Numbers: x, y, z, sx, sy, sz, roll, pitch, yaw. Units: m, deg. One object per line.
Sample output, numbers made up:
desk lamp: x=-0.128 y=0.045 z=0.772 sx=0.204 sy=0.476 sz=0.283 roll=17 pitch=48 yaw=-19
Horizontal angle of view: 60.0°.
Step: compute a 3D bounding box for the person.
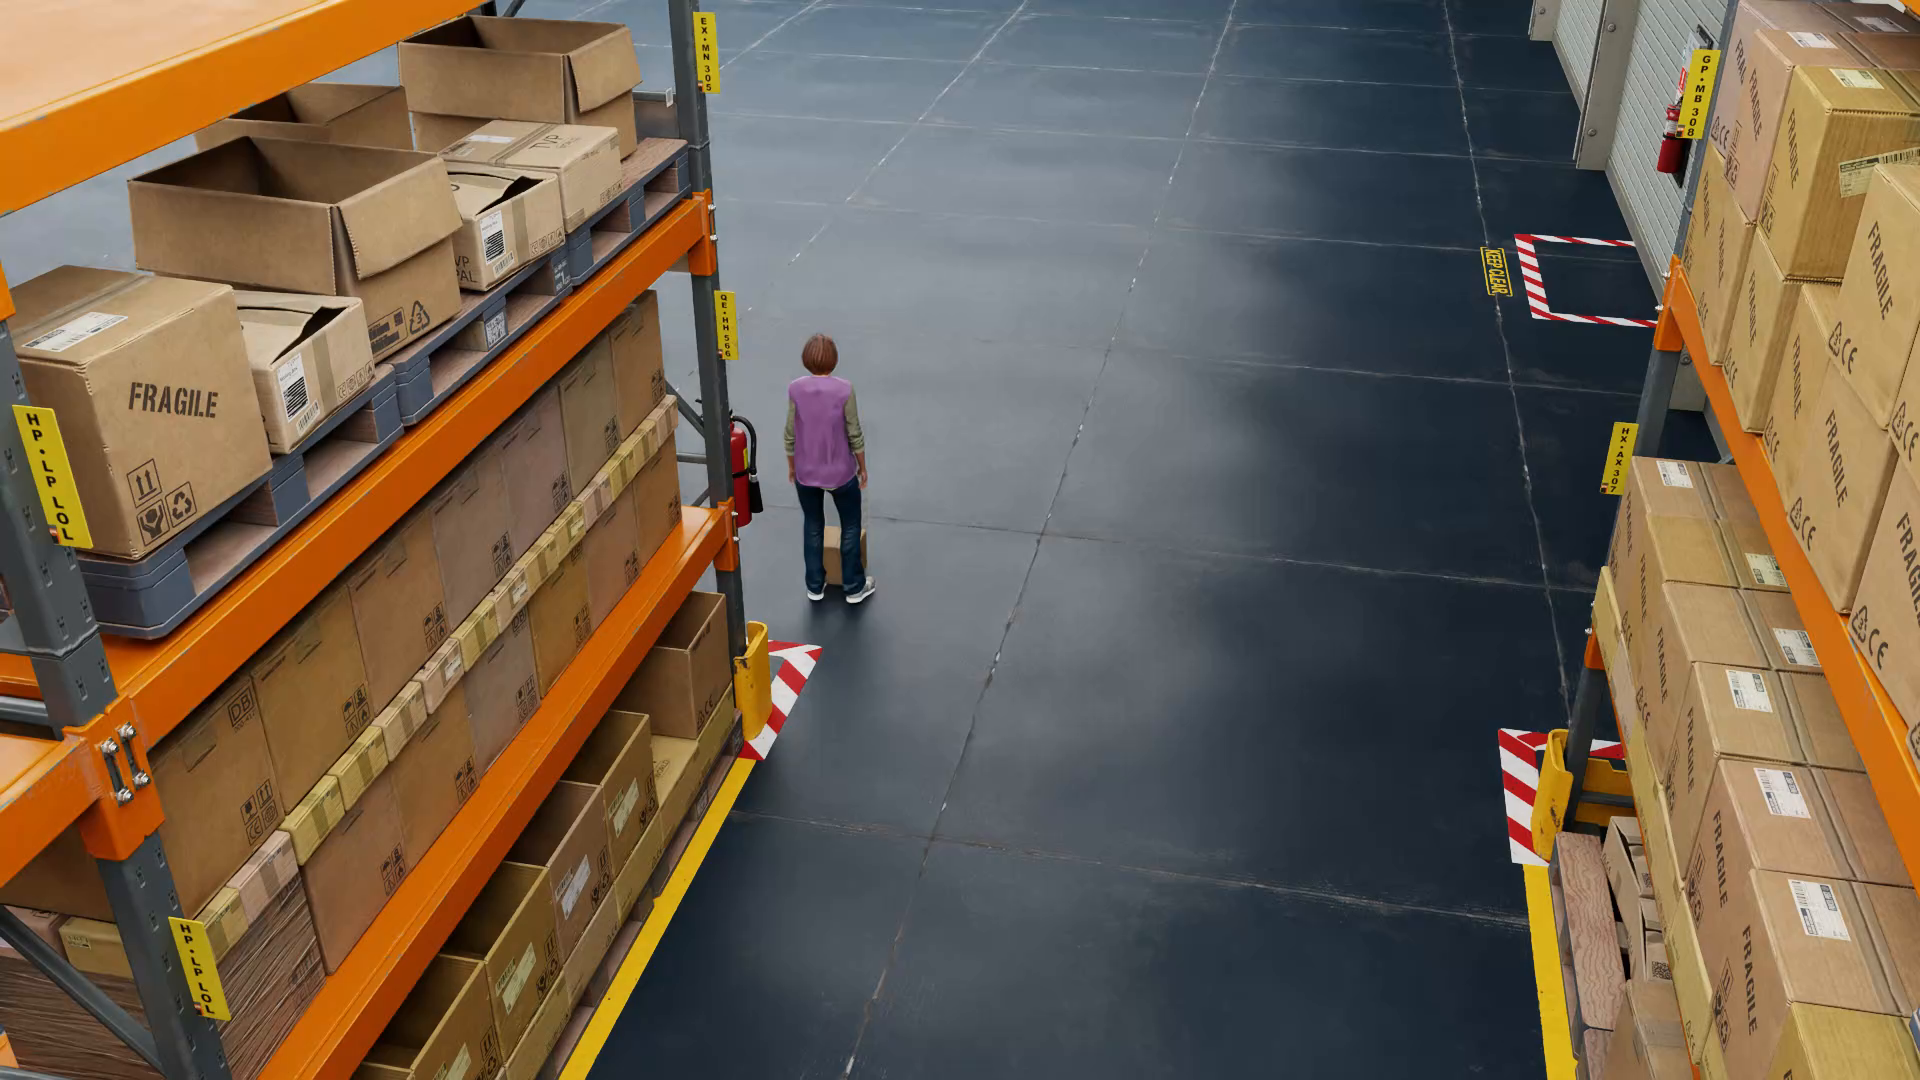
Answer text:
person: x=-0.741 y=-0.376 z=9.291 sx=0.472 sy=1.592 sz=0.347 roll=5 pitch=30 yaw=8
